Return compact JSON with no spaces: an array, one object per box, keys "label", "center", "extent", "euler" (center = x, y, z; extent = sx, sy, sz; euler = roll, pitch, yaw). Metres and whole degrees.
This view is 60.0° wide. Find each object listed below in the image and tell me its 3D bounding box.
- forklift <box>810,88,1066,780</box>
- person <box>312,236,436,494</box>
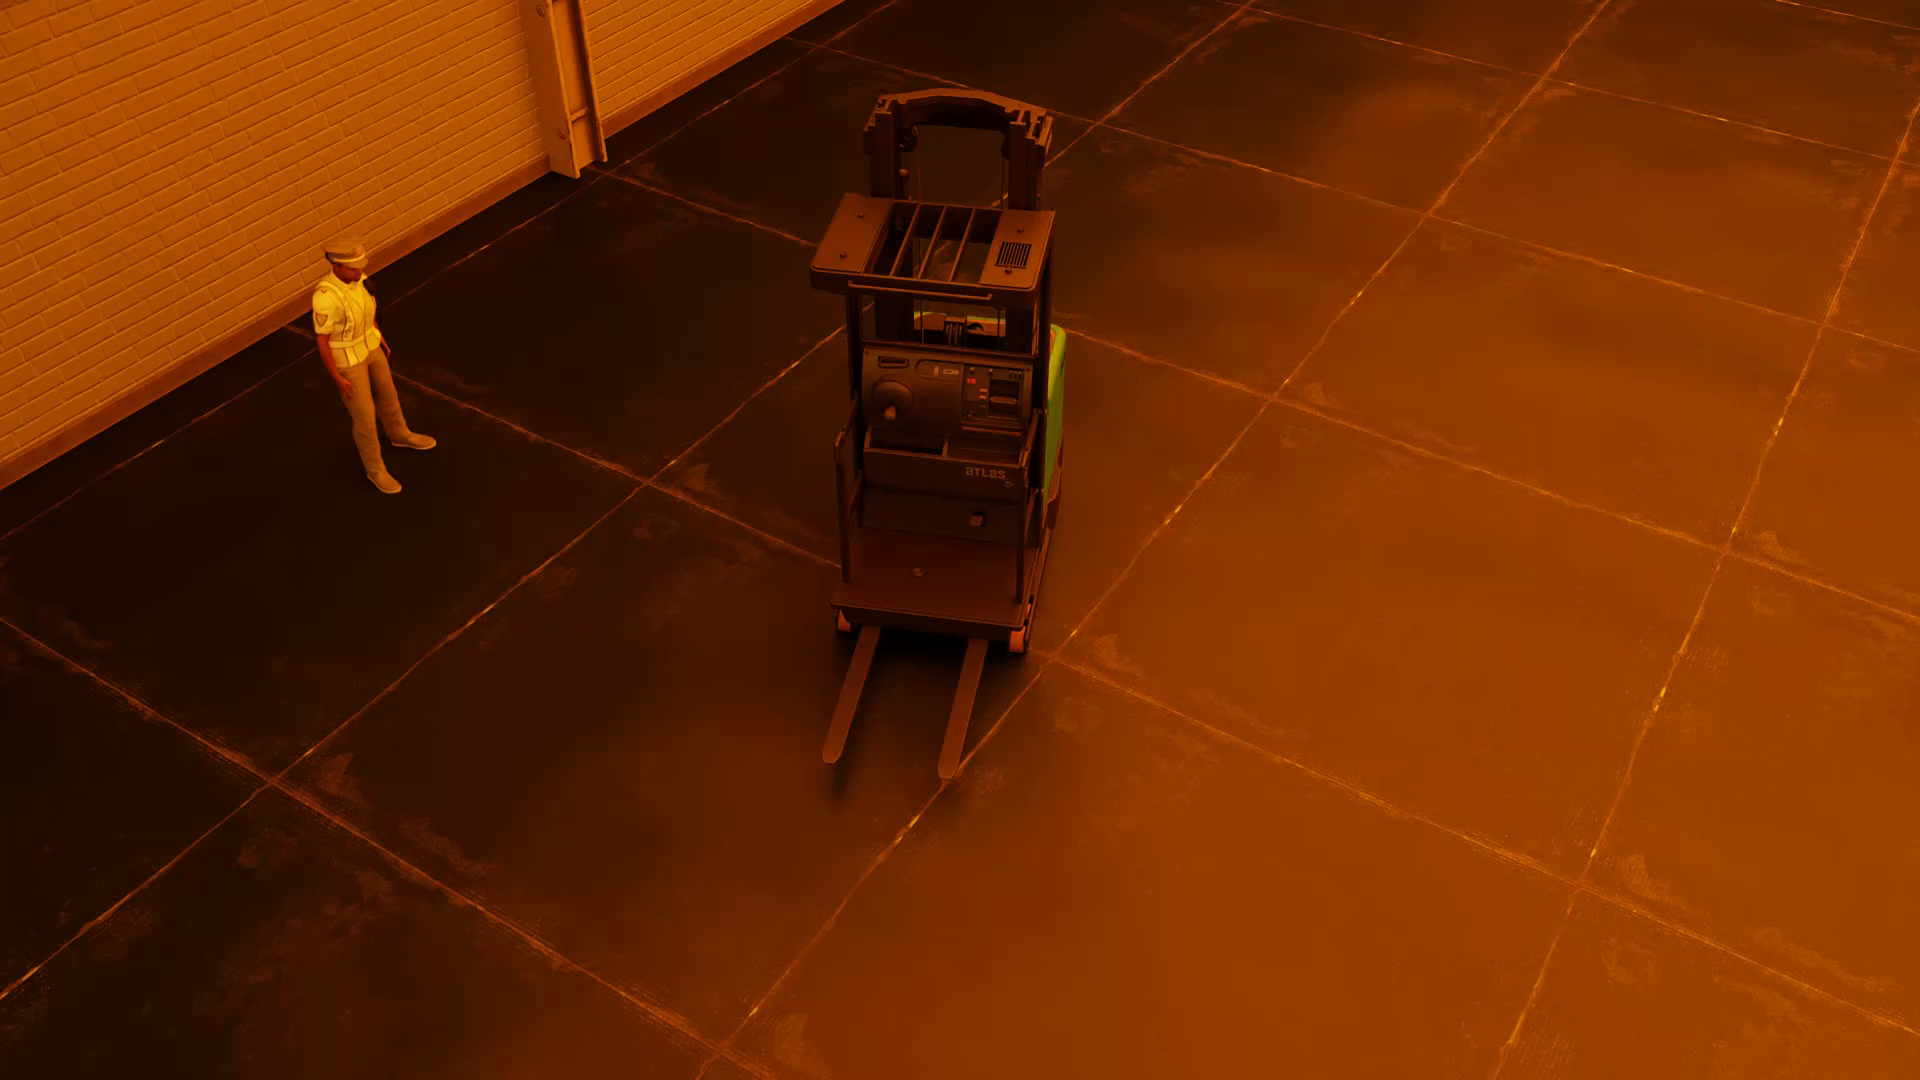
[{"label":"forklift","center":[-0.108,-0.731,8.830],"extent":[1.130,2.935,3.031],"euler":[7,41,8]},{"label":"person","center":[-3.693,-1.127,10.286],"extent":[0.420,1.666,0.590],"euler":[12,42,13]}]
